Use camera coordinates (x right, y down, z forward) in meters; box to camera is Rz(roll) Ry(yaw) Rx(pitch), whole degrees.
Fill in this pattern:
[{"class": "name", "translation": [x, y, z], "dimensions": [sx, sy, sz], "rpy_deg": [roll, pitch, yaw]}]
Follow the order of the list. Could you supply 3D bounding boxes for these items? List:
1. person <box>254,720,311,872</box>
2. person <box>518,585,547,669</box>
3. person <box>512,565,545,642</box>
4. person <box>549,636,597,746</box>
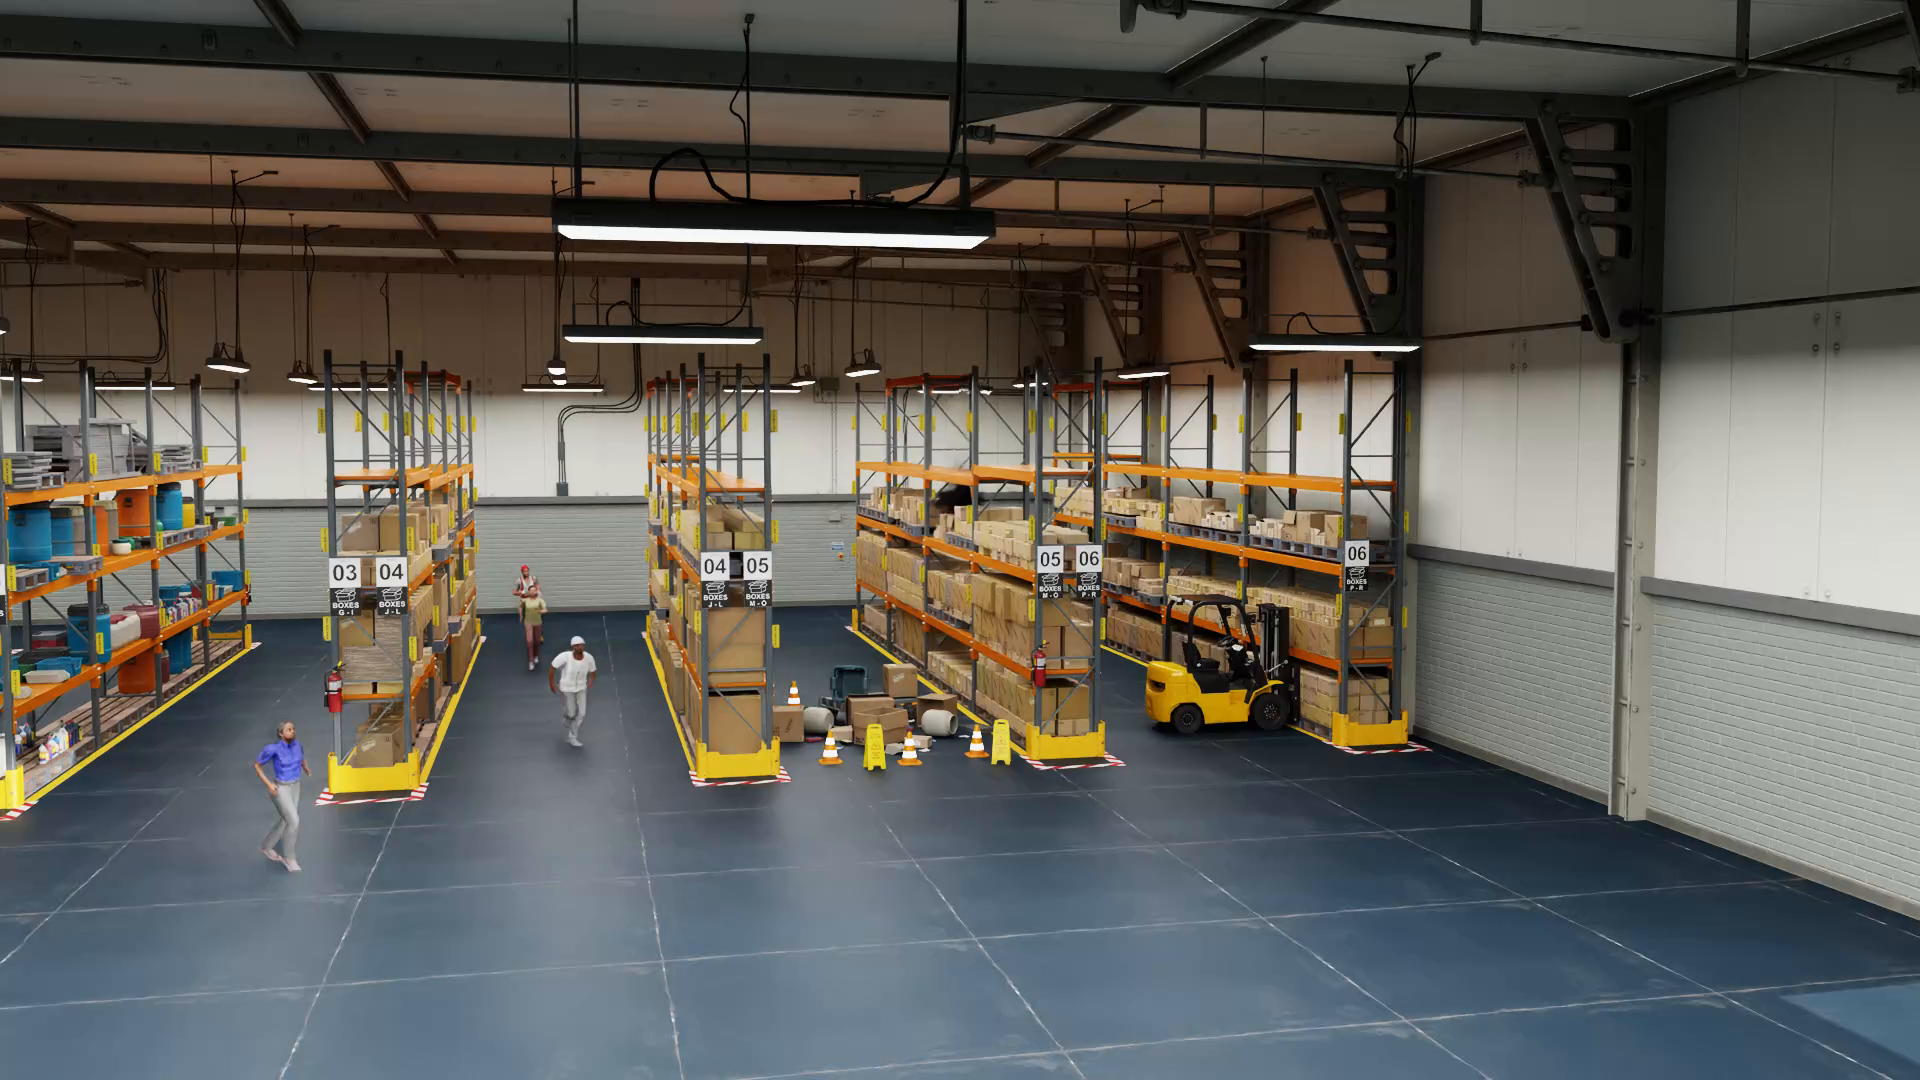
[{"class": "person", "translation": [-7.664, 2.886, 18.816], "dimensions": [0.708, 1.727, 0.601], "rpy_deg": [1, 4, 21]}, {"class": "person", "translation": [-8.773, 1.766, 34.196], "dimensions": [0.563, 1.685, 0.888], "rpy_deg": [-1, 4, -18]}, {"class": "person", "translation": [-9.951, 1.445, 38.236], "dimensions": [0.673, 1.746, 0.976], "rpy_deg": [-2, 4, -26]}, {"class": "person", "translation": [-6.060, 2.352, 26.069], "dimensions": [0.741, 1.717, 0.698], "rpy_deg": [-2, 5, -30]}]
